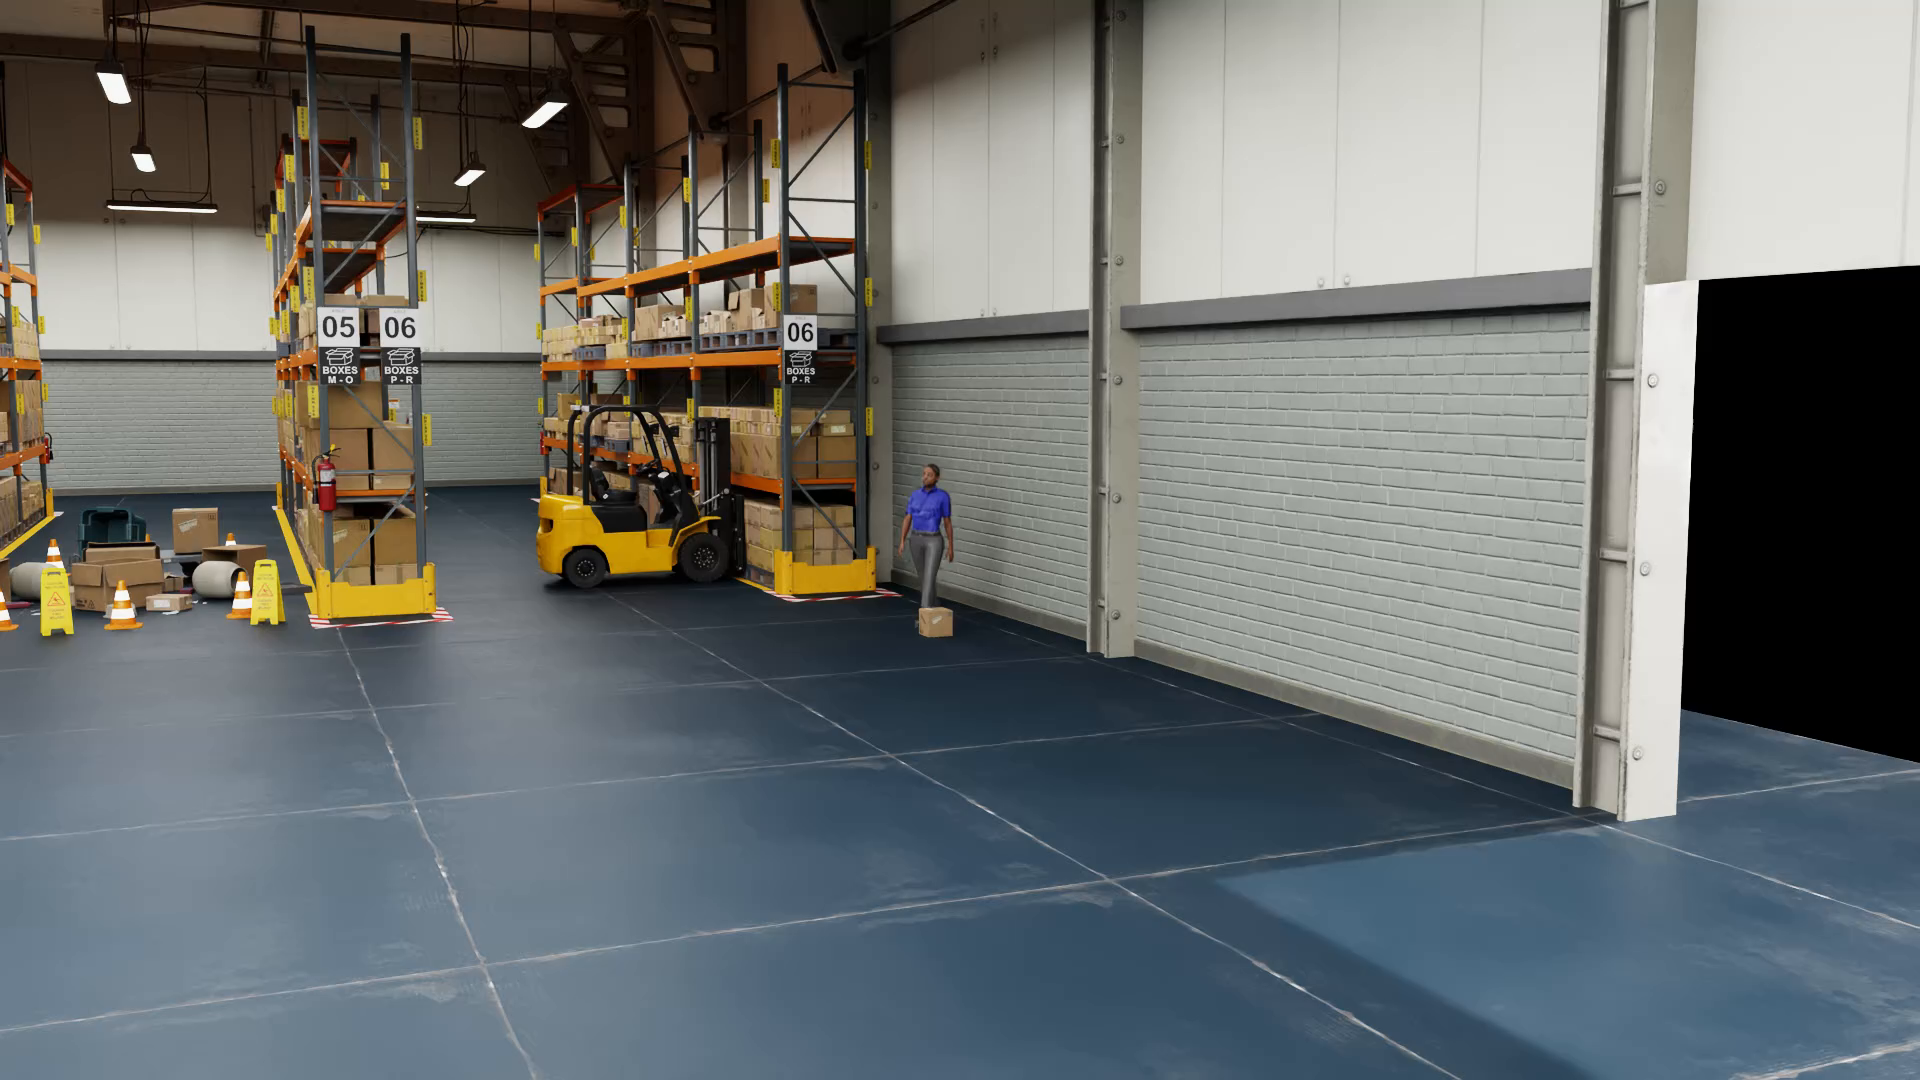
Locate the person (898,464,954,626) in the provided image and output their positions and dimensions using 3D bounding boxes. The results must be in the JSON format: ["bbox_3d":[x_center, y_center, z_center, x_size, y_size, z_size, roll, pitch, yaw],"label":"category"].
[{"bbox_3d":[-0.351,0.045,16.576,0.478,1.605,0.958,2,6,22],"label":"person"}]
